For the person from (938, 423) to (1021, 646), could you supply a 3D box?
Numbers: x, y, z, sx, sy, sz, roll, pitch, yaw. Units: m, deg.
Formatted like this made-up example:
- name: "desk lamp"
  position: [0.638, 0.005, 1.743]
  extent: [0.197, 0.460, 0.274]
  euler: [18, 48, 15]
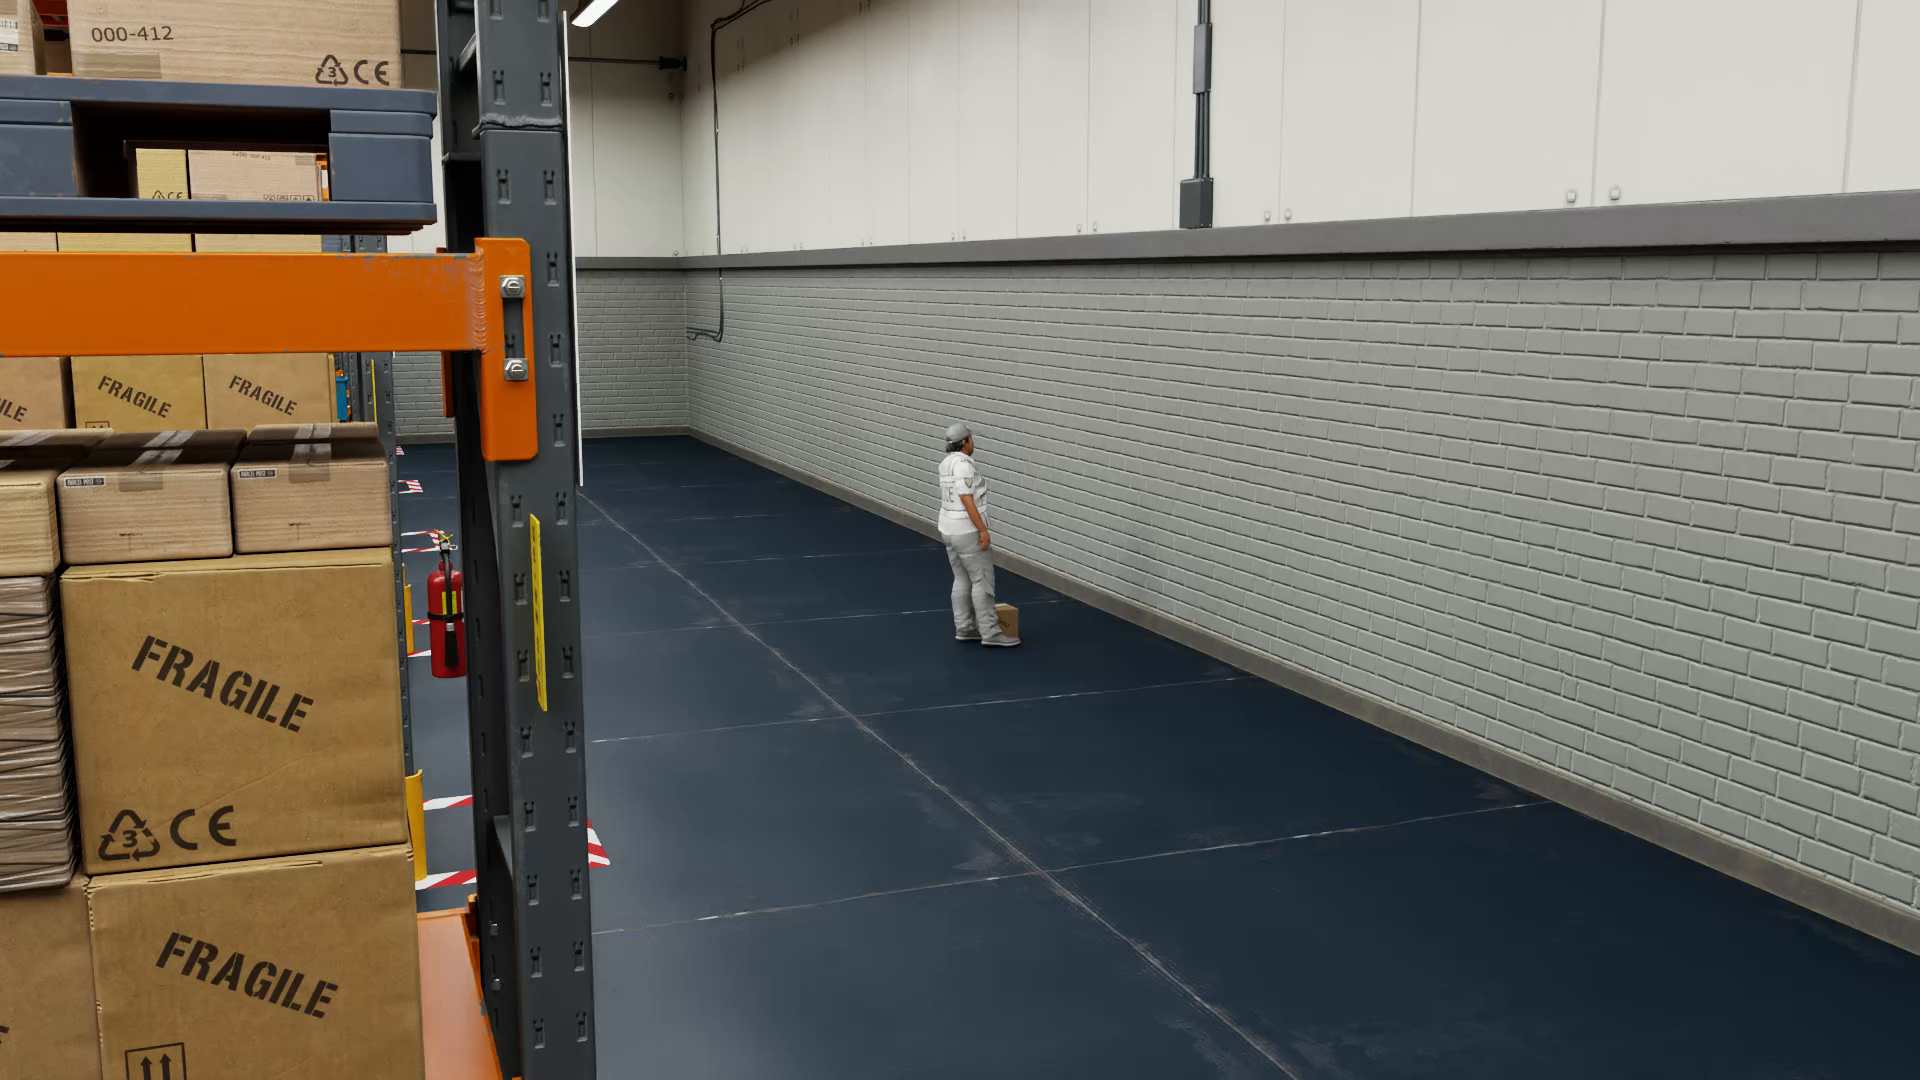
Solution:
- name: "person"
  position: [0.124, -0.052, 12.611]
  extent: [0.529, 1.671, 0.599]
  euler: [-3, 10, -21]
